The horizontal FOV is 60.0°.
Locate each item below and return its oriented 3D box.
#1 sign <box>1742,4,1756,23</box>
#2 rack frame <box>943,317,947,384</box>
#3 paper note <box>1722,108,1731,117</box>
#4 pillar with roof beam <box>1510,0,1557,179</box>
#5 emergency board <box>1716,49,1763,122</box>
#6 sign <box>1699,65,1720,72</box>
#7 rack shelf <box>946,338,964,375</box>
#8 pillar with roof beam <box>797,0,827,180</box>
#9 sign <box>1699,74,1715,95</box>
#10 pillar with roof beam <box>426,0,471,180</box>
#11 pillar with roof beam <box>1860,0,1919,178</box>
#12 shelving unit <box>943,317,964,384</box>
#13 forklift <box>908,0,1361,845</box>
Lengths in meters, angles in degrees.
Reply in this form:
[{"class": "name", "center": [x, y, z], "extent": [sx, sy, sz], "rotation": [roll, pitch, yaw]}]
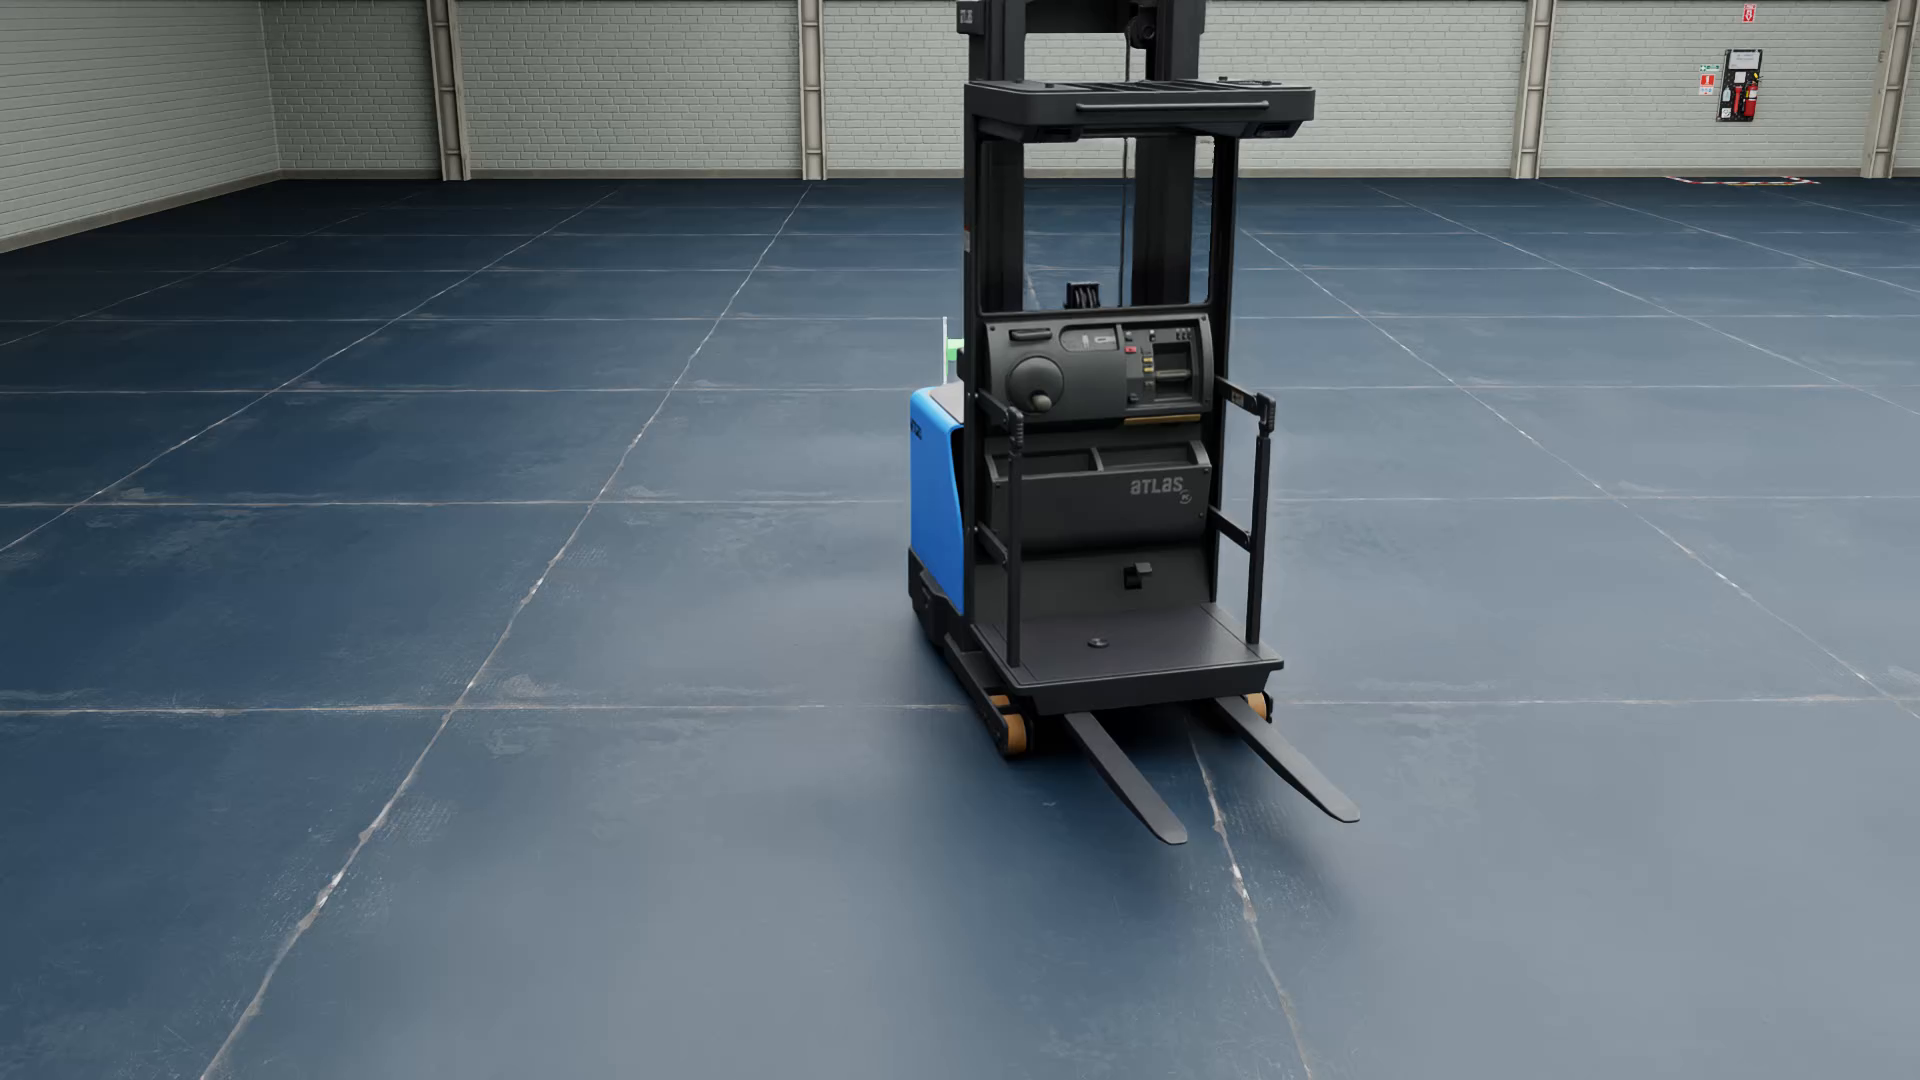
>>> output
[{"class": "sign", "center": [13.076, -8.728, 27.550], "extent": [0.199, 0.298, 0.001], "rotation": [0, 18, -1]}, {"class": "rack frame", "center": [-0.078, -0.571, 8.863], "extent": [0.015, 1.200, 0.240], "rotation": [0, 18, -1]}, {"class": "paper note", "center": [12.907, -7.195, 28.007], "extent": [0.142, 0.148, 0.016], "rotation": [0, 18, -1]}, {"class": "pillar with roof beam", "center": [9.625, -9.107, 22.705], "extent": [0.400, 9.000, 9.100], "rotation": [0, 18, -1]}, {"class": "emergency board", "center": [13.085, -7.594, 27.810], "extent": [0.643, 1.169, 0.194], "rotation": [0, 18, -1]}, {"class": "sign", "center": [12.535, -7.889, 27.805], "extent": [0.331, 0.109, 0.001], "rotation": [0, 18, -1]}, {"class": "rack shelf", "center": [0.166, -0.968, 8.740], "extent": [0.480, 0.148, 0.258], "rotation": [0, 18, -1]}, {"class": "pillar with roof beam", "center": [-2.373, -9.049, 22.525], "extent": [0.400, 9.000, 9.100], "rotation": [0, 18, -1]}, {"class": "sign", "center": [12.531, -7.640, 27.894], "extent": [0.234, 0.329, 0.001], "rotation": [0, 18, -1]}, {"class": "pillar with roof beam", "center": [-8.372, -9.020, 22.435], "extent": [0.400, 9.000, 9.100], "rotation": [0, 18, -1]}, {"class": "pillar with roof beam", "center": [15.625, -9.136, 22.795], "extent": [0.400, 9.000, 9.100], "rotation": [0, 18, -1]}, {"class": "shelving unit", "center": [0.166, -0.572, 8.867], "extent": [0.503, 1.200, 0.258], "rotation": [0, 18, -1]}, {"class": "forklift", "center": [0.615, -0.688, 6.394], "extent": [1.130, 2.935, 3.031], "rotation": [-5, 18, -14]}]
